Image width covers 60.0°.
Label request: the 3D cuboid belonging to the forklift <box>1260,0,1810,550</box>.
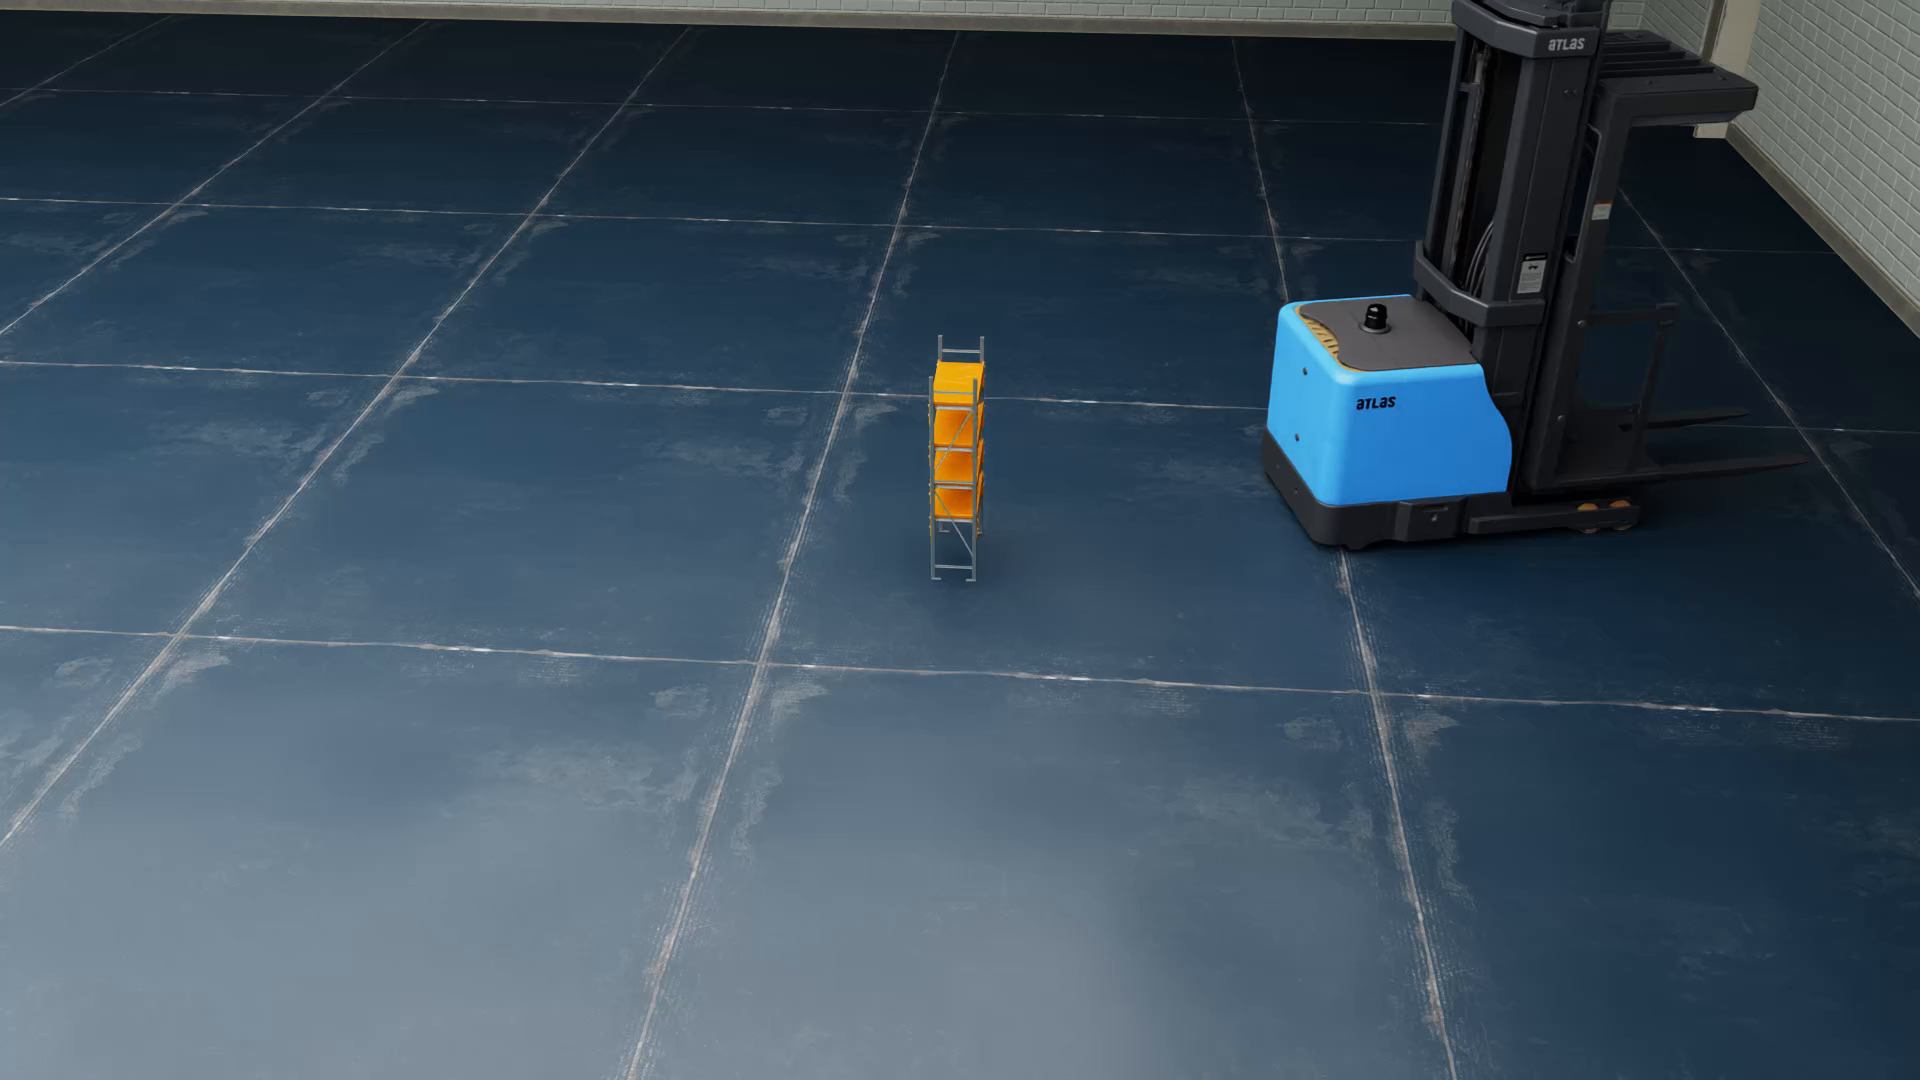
[{"bbox_3d":[3.347,-1.554,8.978,3.031,2.935,1.130,-5,32,-8],"label":"forklift"}]

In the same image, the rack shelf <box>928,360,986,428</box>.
[{"bbox_3d":[-0.013,-0.759,8.589,0.258,0.148,0.480,2,32,4],"label":"rack shelf"}]

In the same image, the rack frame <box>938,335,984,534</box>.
[{"bbox_3d":[0.006,-0.552,9.002,0.240,1.200,0.015,2,32,4],"label":"rack frame"}]

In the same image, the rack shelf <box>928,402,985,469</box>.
[{"bbox_3d":[-0.013,-0.557,8.713,0.258,0.148,0.480,2,32,4],"label":"rack shelf"}]

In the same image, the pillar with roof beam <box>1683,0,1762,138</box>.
[{"bbox_3d":[2.607,-7.800,13.330,9.100,9.000,0.400,2,32,4],"label":"pillar with roof beam"}]

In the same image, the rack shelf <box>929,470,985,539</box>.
[{"bbox_3d":[-0.013,-0.198,8.934,0.258,0.148,0.480,2,32,4],"label":"rack shelf"}]

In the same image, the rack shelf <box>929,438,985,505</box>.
[{"bbox_3d":[-0.013,-0.367,8.830,0.258,0.148,0.480,2,32,4],"label":"rack shelf"}]

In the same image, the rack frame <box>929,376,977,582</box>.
[{"bbox_3d":[-0.033,-0.297,8.588,0.240,1.200,0.015,2,32,4],"label":"rack frame"}]

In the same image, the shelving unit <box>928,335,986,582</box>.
[{"bbox_3d":[-0.013,-0.424,8.795,0.258,1.200,0.503,2,32,4],"label":"shelving unit"}]
